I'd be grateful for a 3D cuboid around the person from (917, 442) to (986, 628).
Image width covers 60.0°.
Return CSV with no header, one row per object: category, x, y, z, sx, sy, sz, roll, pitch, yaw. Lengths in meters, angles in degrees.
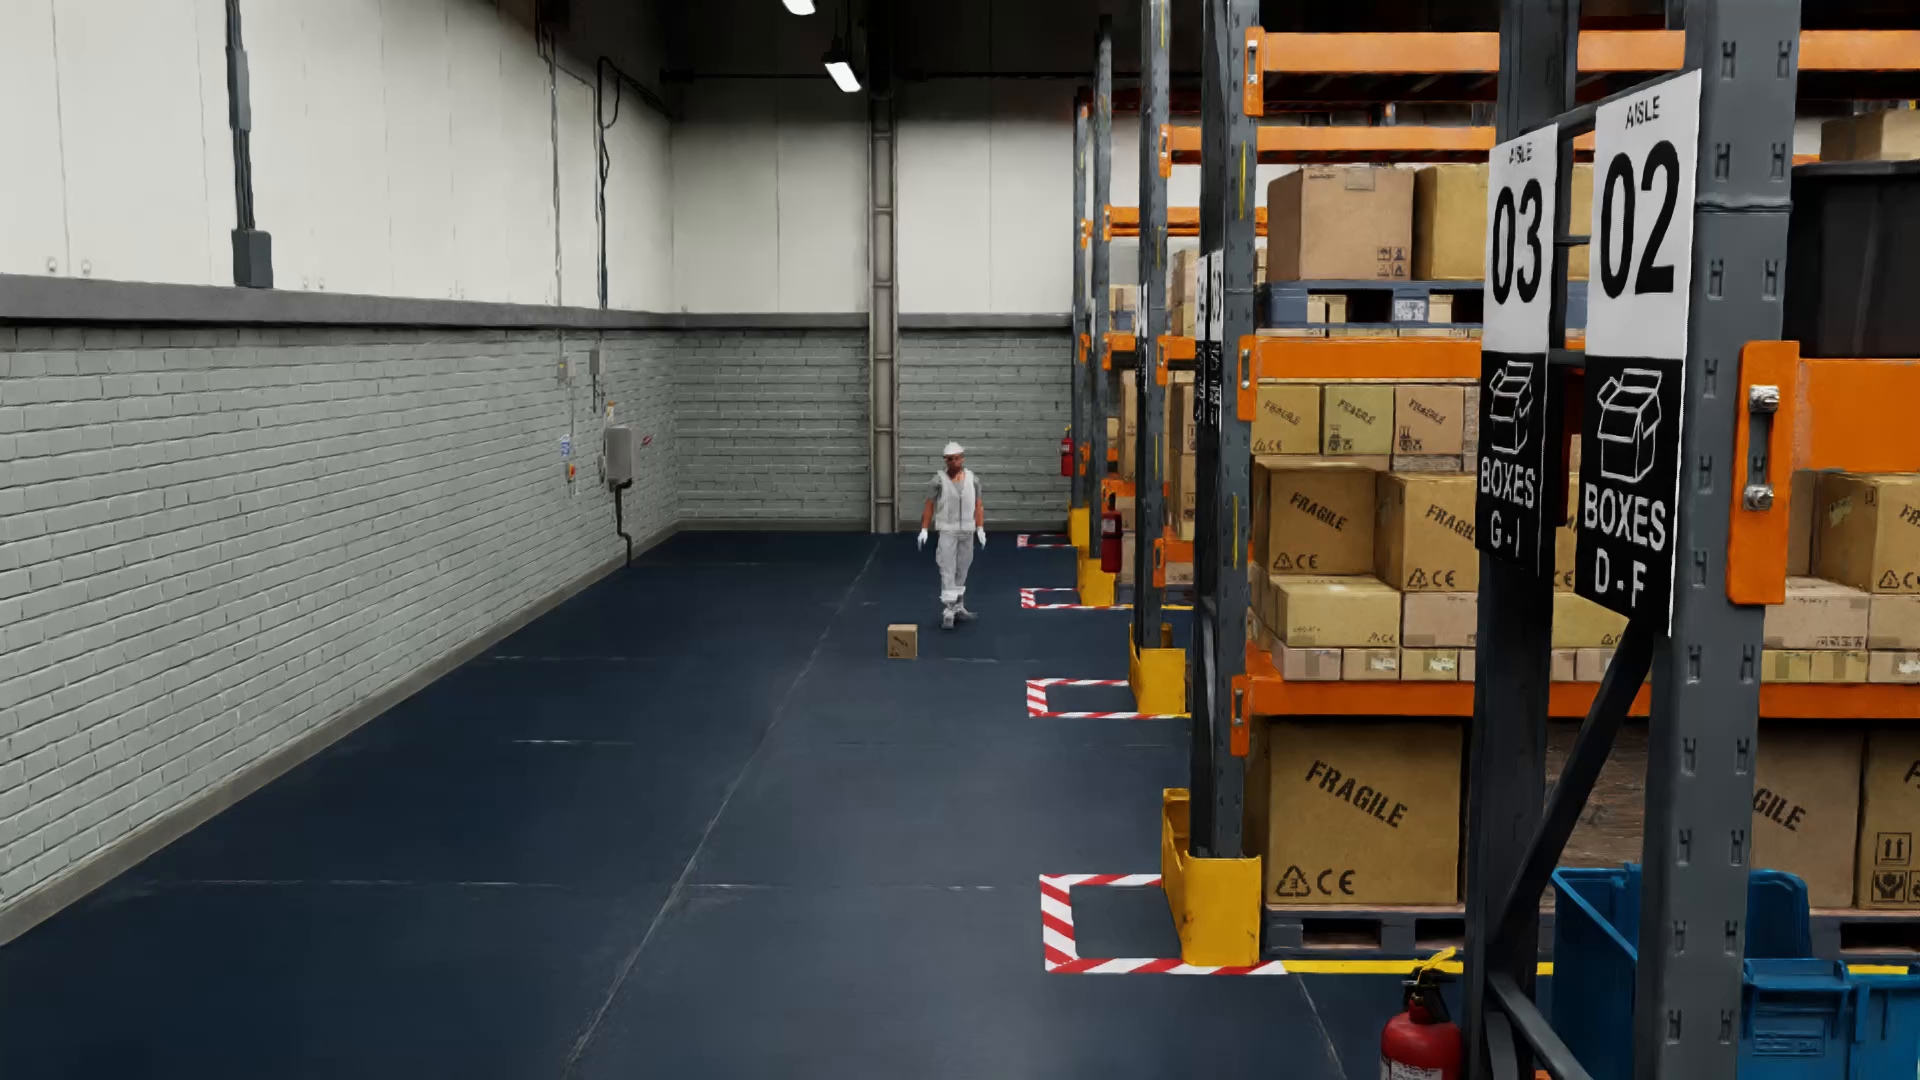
person,-0.067,-0.054,16.059,0.693,1.789,0.639,-3,8,-22
